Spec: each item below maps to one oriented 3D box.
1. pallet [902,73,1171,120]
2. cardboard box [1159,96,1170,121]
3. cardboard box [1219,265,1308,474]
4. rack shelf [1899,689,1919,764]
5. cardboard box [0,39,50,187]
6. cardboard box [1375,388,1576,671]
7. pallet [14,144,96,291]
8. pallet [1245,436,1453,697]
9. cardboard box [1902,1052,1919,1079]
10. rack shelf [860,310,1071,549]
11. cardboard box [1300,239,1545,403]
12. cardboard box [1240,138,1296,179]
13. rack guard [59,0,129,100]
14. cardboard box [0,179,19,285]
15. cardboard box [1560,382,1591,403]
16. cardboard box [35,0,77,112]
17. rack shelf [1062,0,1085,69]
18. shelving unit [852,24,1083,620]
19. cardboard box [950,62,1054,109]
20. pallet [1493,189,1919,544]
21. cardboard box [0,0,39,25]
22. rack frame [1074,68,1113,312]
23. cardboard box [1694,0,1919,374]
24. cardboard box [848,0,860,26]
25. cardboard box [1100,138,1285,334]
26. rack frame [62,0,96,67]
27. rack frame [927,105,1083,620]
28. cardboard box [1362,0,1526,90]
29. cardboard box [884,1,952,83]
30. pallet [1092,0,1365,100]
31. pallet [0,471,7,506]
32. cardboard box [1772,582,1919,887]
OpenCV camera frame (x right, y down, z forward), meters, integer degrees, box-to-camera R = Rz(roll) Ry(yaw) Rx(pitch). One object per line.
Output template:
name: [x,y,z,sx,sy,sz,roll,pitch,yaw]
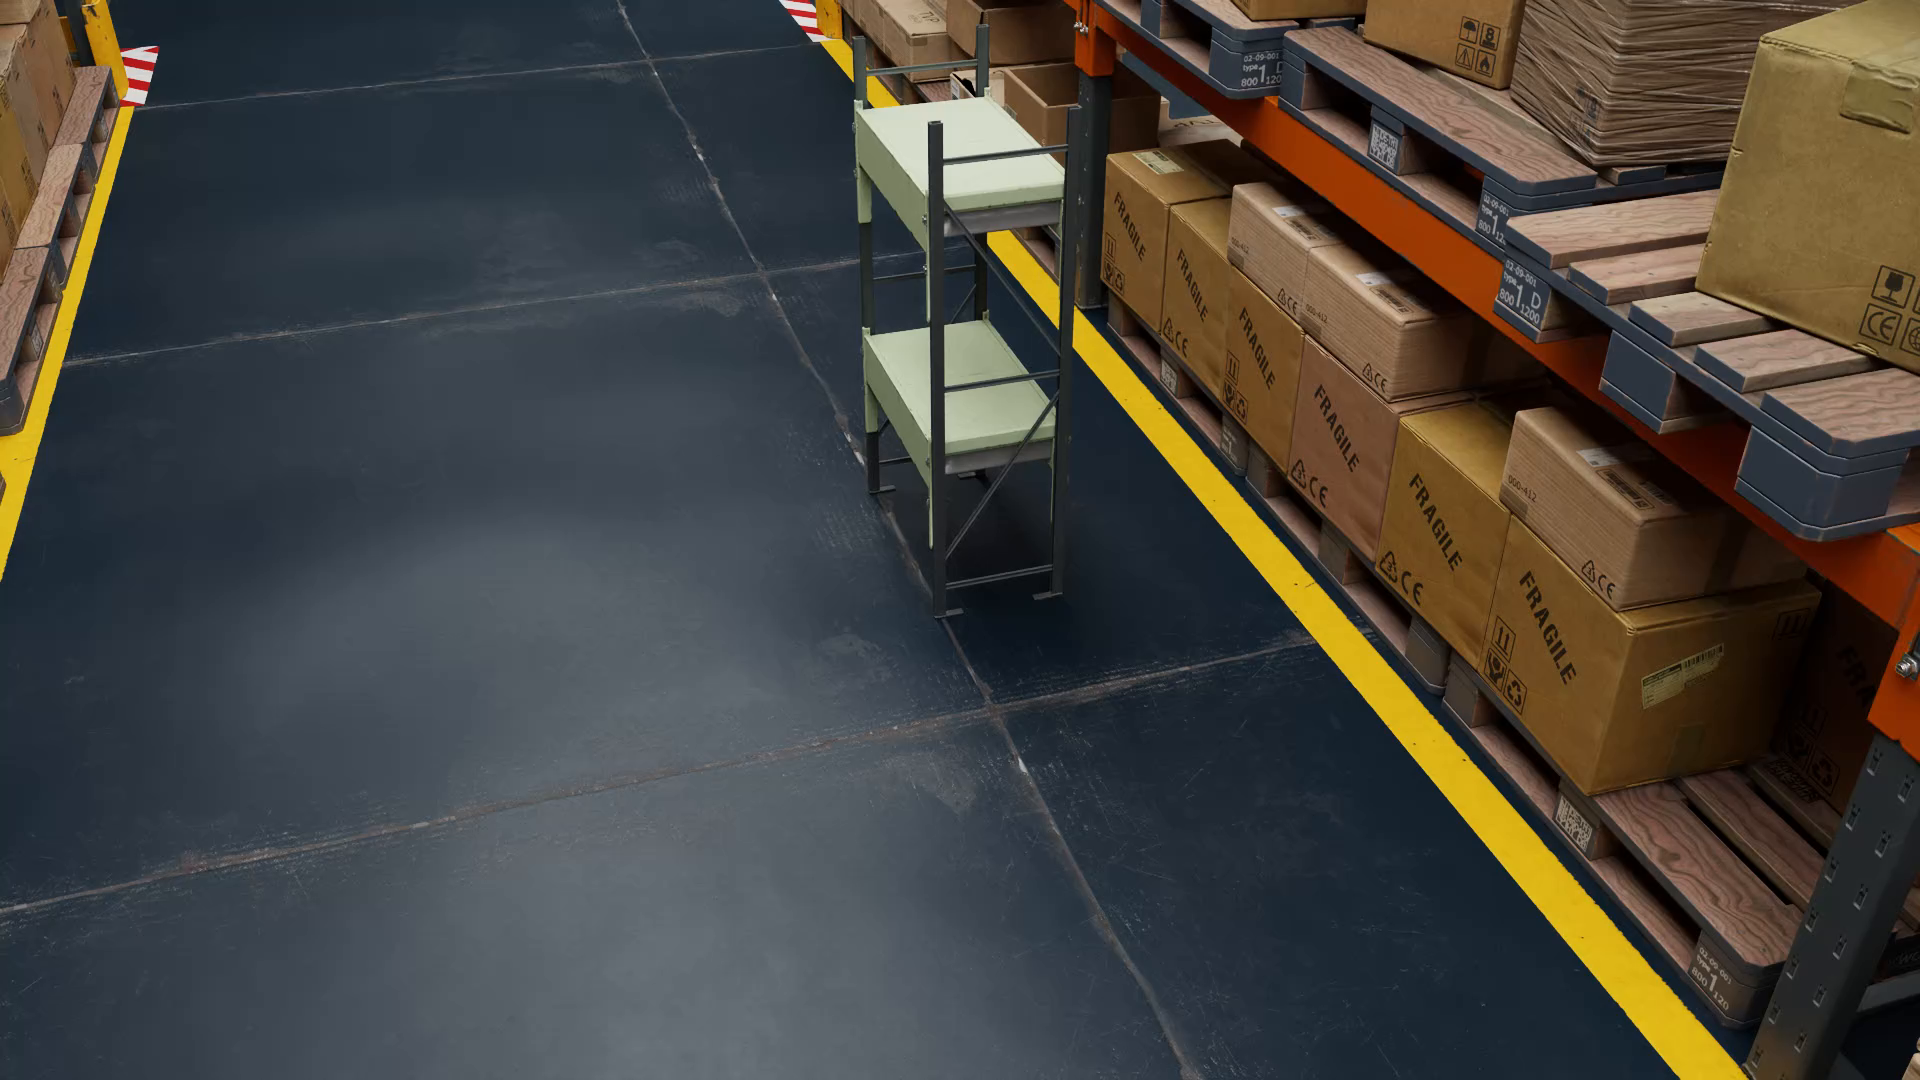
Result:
pallet: [0.354,-2.114,8.259,1.003,0.211,1.213,-10,35,-15]
cardboard box: [0.743,-1.986,7.706,0.380,0.166,0.250,-10,35,-15]
cardboard box: [1.173,-0.579,5.274,0.500,0.500,0.500,-10,35,-14]
rack shelf: [2.769,1.175,1.404,1.077,0.370,4.000,-10,35,-15]
cardboard box: [-4.382,-1.796,7.133,0.700,0.500,0.500,-11,35,-16]
cardboard box: [1.493,-0.039,4.457,0.500,0.500,0.500,-11,35,-16]
pallet: [-4.311,-1.331,7.073,1.003,0.211,1.213,-10,35,-15]
pallet: [1.599,-0.050,5.134,1.003,0.211,1.213,-10,35,-15]
cardboard box: [2.039,1.121,2.946,0.500,0.250,0.500,-10,35,-15]
rack shelf: [0.002,-0.350,5.011,0.431,0.370,0.720,-10,35,-15]
cardboard box: [1.313,-0.646,4.695,0.500,0.250,0.500,-11,35,-16]
cardboard box: [1.362,-1.205,6.222,0.500,0.500,0.500,-10,35,-15]
rack guard: [-5.005,-2.510,8.596,1.175,0.500,0.348,-10,35,-15]
cardboard box: [-4.058,-1.247,6.303,0.700,0.500,0.500,-10,35,-15]
cardboard box: [1.979,-0.141,4.611,0.500,0.500,0.500,-10,35,-15]
cardboard box: [-4.689,-2.322,7.930,0.700,0.500,0.500,-10,35,-15]
rack shelf: [0.329,-3.025,7.760,1.077,0.370,4.000,-10,35,-15]
shelving unit: [0.002,-0.622,4.831,0.431,1.500,0.755,-10,35,-15]
cardboard box: [0.266,-1.983,7.569,0.500,0.311,0.500,-10,35,-15]
pallet: [1.885,-0.439,3.368,1.213,0.211,1.003,-10,35,-15]
cardboard box: [-4.398,-2.422,7.493,0.380,0.149,0.250,-9,35,-13]
rack frame: [0.939,-2.276,5.973,1.000,3.000,0.127,-10,35,-15]
cardboard box: [1.860,-0.704,3.123,0.700,0.500,0.500,-23,40,-30]
cardboard box: [-0.405,-2.968,9.192,0.380,0.166,0.250,-10,35,-15]
cardboard box: [0.854,-1.121,6.094,0.500,0.500,0.500,-12,35,-17]
rack frame: [-4.998,-3.541,7.887,1.000,3.000,0.127,-10,35,-15]
rack frame: [0.114,-0.430,4.540,0.400,1.500,0.023,-10,35,-15]
cardboard box: [1.537,-1.575,4.441,0.700,0.500,0.500,-19,38,-27]
cardboard box: [-0.081,-2.554,8.489,0.500,0.250,0.500,-10,35,-15]
pallet: [1.079,-1.758,5.363,1.003,0.211,1.213,-10,35,-15]
pallet: [-3.470,0.115,4.884,1.003,0.211,1.213,-10,35,-15]
cardboard box: [2.292,0.397,3.797,0.500,0.500,0.500,-9,34,-13]
